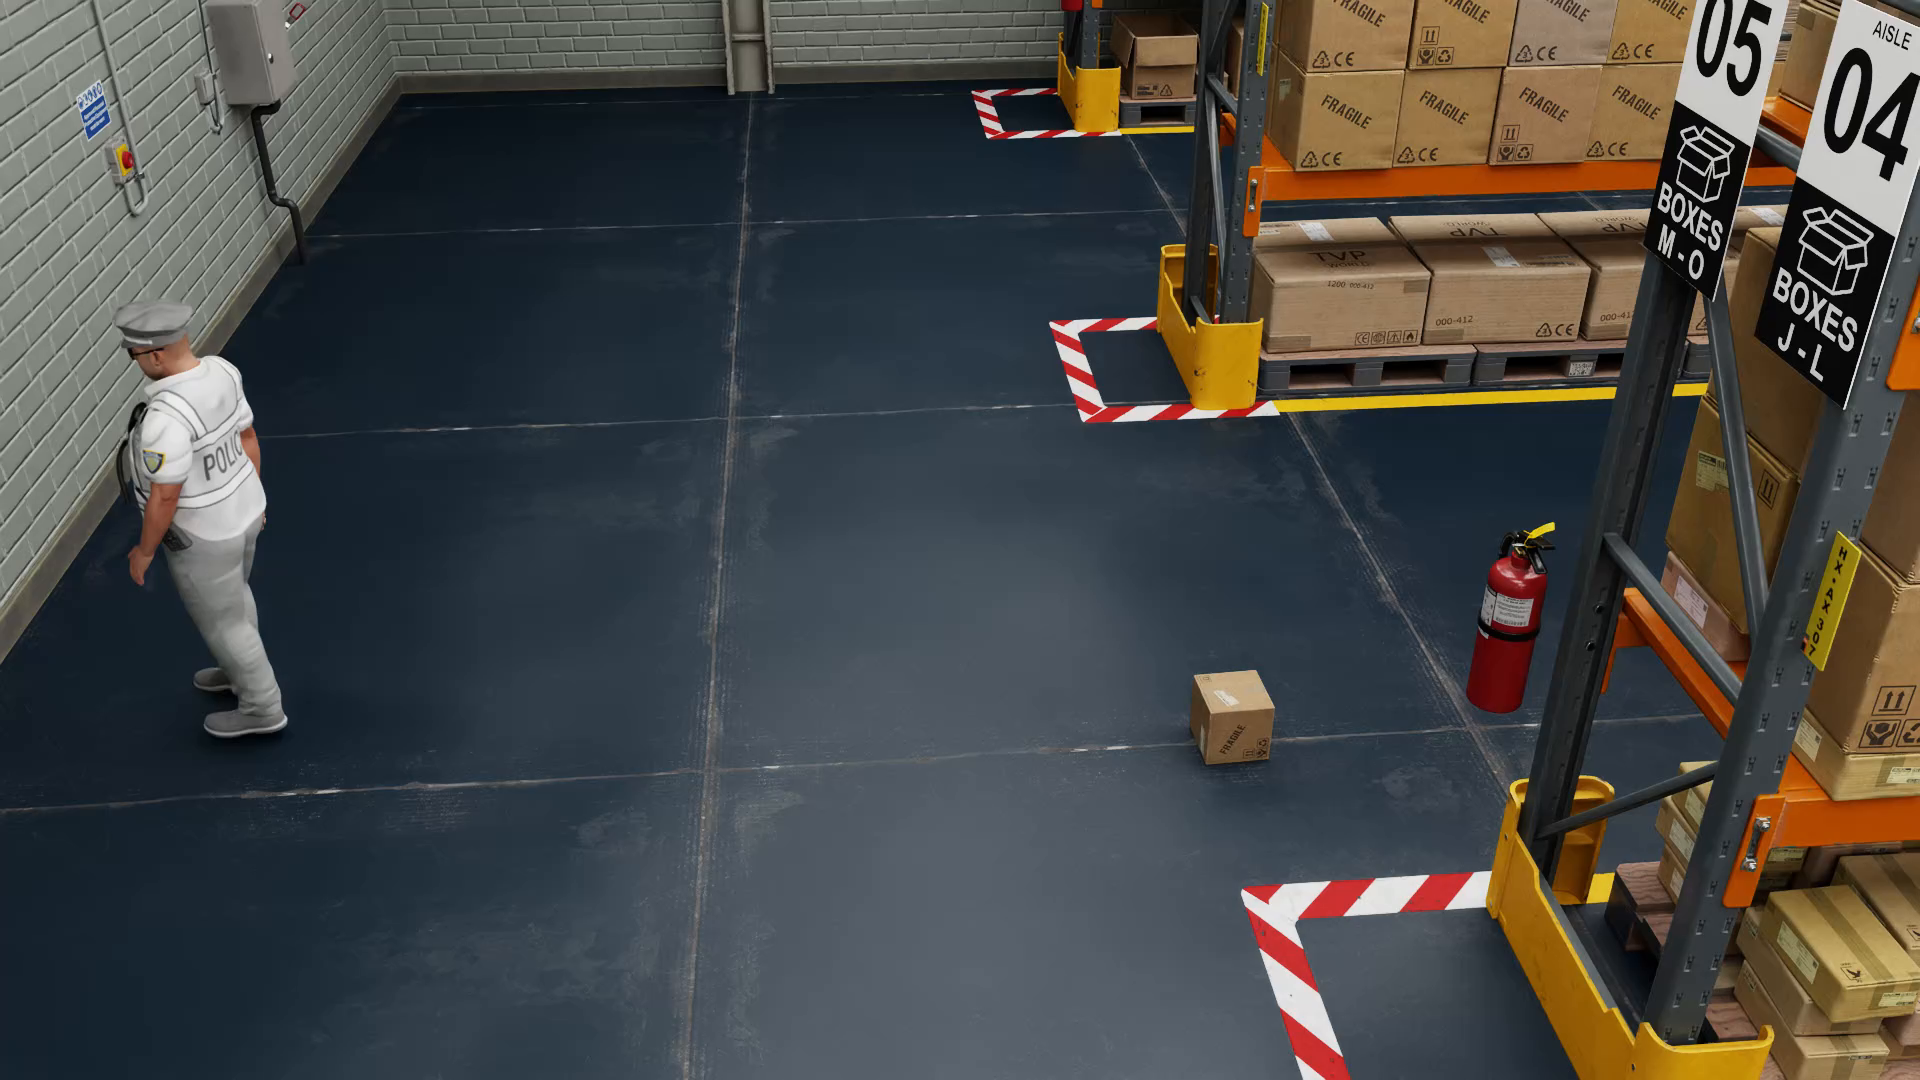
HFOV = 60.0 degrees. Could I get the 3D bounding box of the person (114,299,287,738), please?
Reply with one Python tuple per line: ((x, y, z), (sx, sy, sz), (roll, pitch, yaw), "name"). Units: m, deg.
((-2.888, -0.049, 6.196), (0.562, 1.773, 0.576), (2, 31, 3), "person")
